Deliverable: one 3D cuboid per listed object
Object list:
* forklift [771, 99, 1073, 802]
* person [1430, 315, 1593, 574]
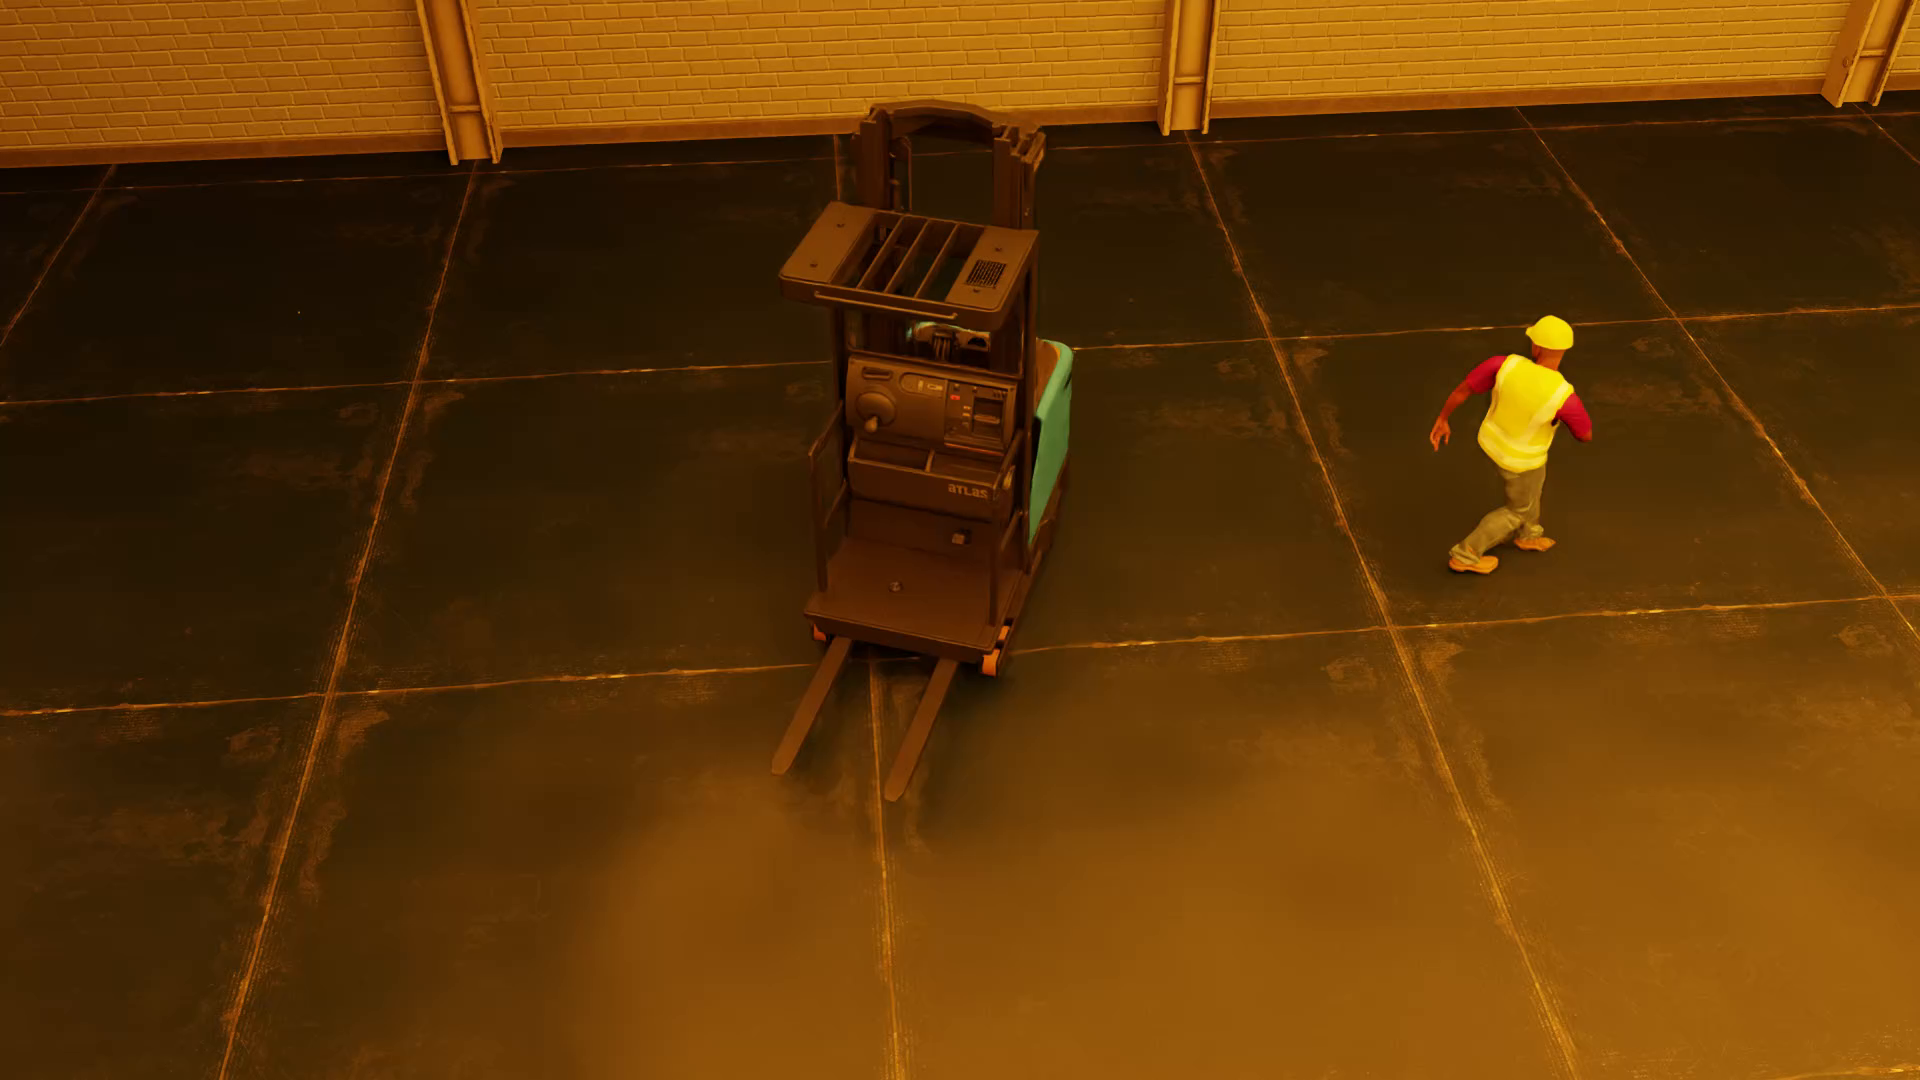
[{"bbox_3d":[-0.216,-0.640,8.686,1.130,2.935,3.031,11,42,12],"label":"forklift"},{"bbox_3d":[3.215,-0.514,9.522,0.936,1.738,0.604,-13,42,-15],"label":"person"}]
